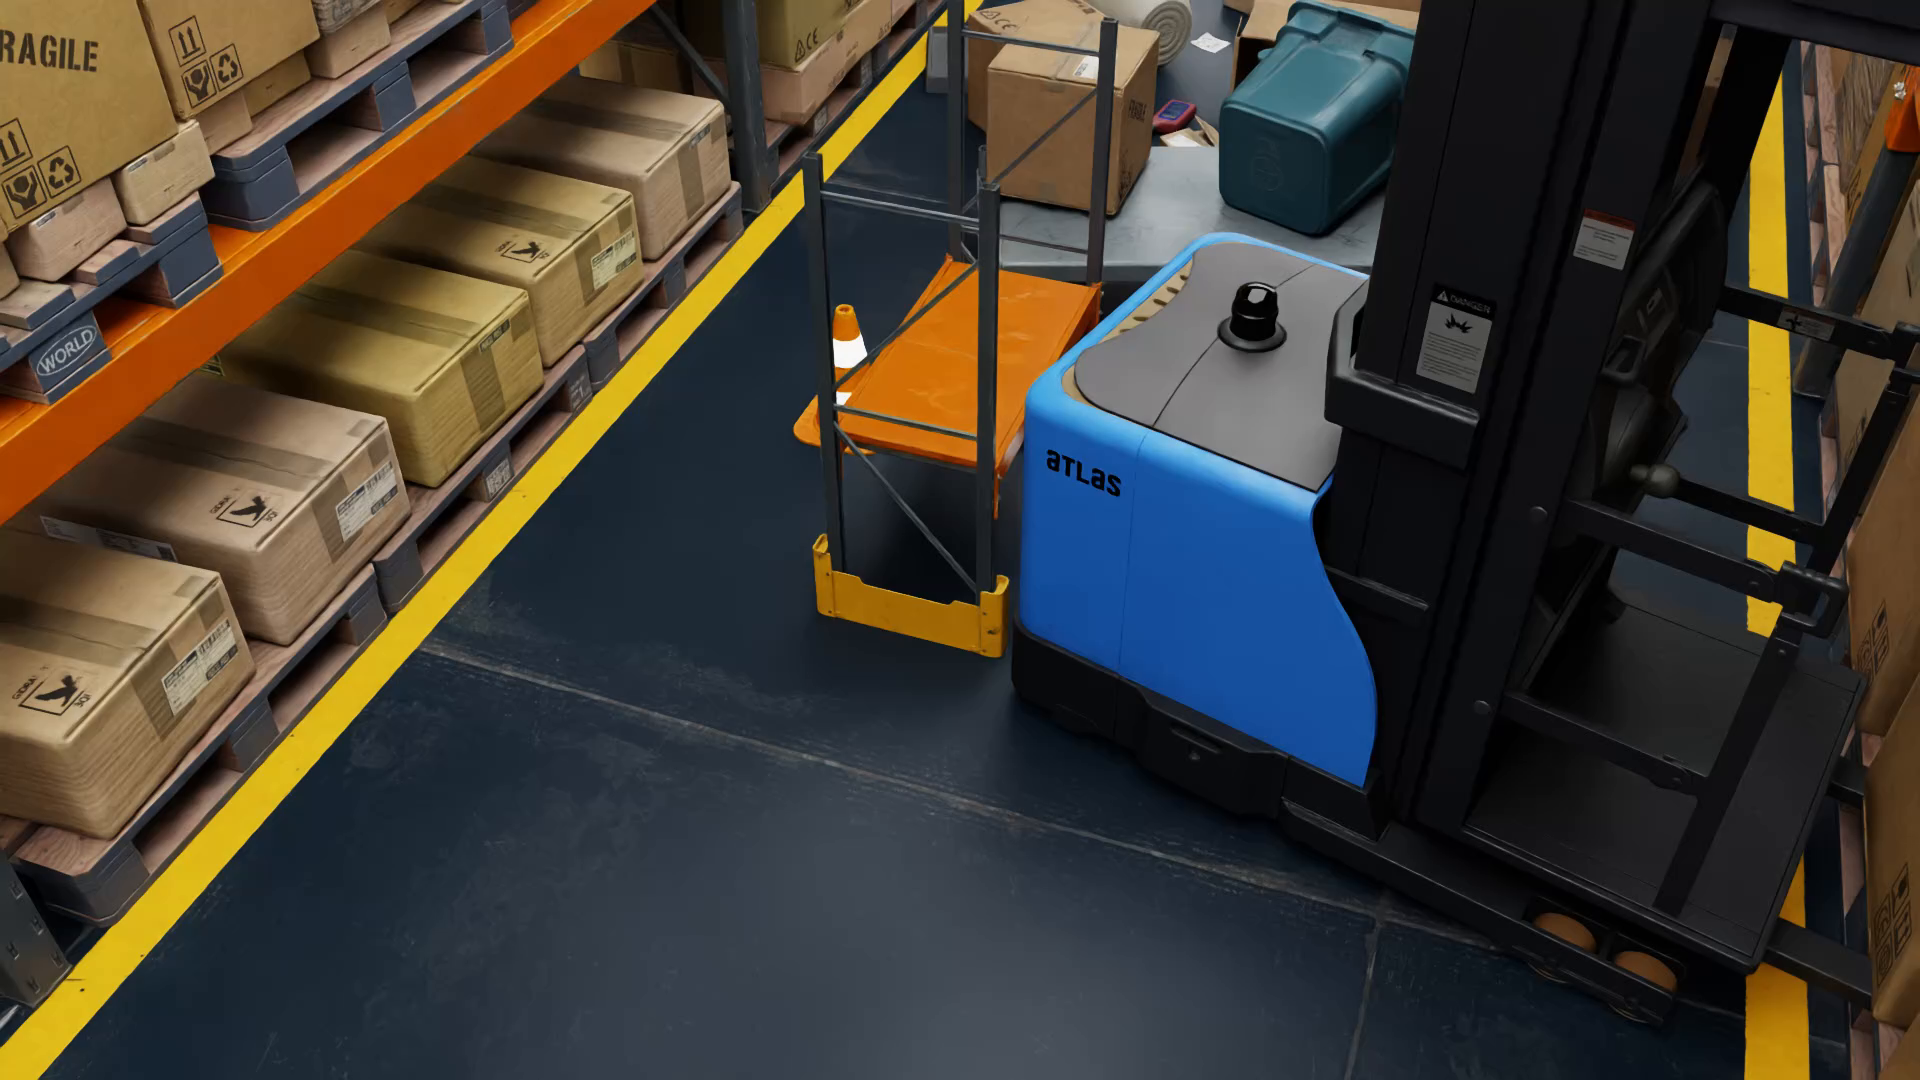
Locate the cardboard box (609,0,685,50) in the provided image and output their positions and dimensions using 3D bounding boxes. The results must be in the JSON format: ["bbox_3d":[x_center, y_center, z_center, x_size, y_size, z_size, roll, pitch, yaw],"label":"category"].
[{"bbox_3d":[-1.320,-2.433,7.008,0.500,0.500,0.500,13,42,14],"label":"cardboard box"}]

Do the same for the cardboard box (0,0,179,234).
[{"bbox_3d":[-2.095,-1.027,3.513,0.500,0.500,0.500,15,43,17],"label":"cardboard box"}]

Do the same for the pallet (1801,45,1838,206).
[{"bbox_3d":[4.166,-1.709,7.090,1.003,0.211,1.213,13,42,15],"label":"pallet"}]

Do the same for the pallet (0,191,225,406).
[{"bbox_3d":[-2.494,-0.559,3.742,1.213,0.211,1.003,13,42,15],"label":"pallet"}]

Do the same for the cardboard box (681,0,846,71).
[{"bbox_3d":[-0.814,-2.312,6.867,0.500,0.500,0.500,15,43,17],"label":"cardboard box"}]

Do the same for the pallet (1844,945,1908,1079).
[{"bbox_3d":[2.389,1.460,3.376,1.003,0.211,1.213,13,42,15],"label":"pallet"}]

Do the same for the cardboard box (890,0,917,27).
[{"bbox_3d":[-0.463,-2.679,7.874,0.500,0.250,0.500,13,42,15],"label":"cardboard box"}]

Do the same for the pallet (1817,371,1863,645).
[{"bbox_3d":[3.223,-0.028,5.121,1.003,0.211,1.213,13,42,15],"label":"pallet"}]

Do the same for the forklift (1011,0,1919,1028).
[{"bbox_3d":[1.647,-0.378,3.434,3.031,2.935,1.130,24,46,26],"label":"forklift"}]

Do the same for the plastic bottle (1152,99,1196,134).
[{"bbox_3d":[0.934,-1.867,7.391,0.133,0.061,0.283,21,45,22],"label":"plastic bottle"}]

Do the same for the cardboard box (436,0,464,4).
[{"bbox_3d":[-1.549,-1.684,4.782,0.380,0.149,0.250,13,42,15],"label":"cardboard box"}]

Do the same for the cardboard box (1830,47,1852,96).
[{"bbox_3d":[4.316,-2.402,7.068,0.875,0.875,0.875,13,42,14],"label":"cardboard box"}]

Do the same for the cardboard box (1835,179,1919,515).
[{"bbox_3d":[3.289,-0.482,4.914,1.050,0.750,0.750,13,42,15],"label":"cardboard box"}]

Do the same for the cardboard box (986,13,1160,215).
[{"bbox_3d":[0.413,-1.574,6.126,0.500,0.500,0.500,13,42,15],"label":"cardboard box"}]

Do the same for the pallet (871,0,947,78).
[{"bbox_3d":[-0.658,-2.717,8.272,1.003,0.211,1.213,13,42,15],"label":"pallet"}]

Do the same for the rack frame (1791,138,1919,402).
[{"bbox_3d":[3.416,-1.577,4.787,1.000,3.000,0.127,13,42,15],"label":"rack frame"}]

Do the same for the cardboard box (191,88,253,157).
[{"bbox_3d":[-1.964,-1.044,4.033,0.380,0.149,0.250,16,43,18],"label":"cardboard box"}]

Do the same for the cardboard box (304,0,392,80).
[{"bbox_3d":[-1.753,-1.370,4.415,0.380,0.149,0.250,15,43,16],"label":"cardboard box"}]

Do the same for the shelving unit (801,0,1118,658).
[{"bbox_3d":[0.026,-0.617,4.818,0.587,1.500,1.083,13,42,15],"label":"shelving unit"}]

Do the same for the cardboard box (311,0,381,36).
[{"bbox_3d":[-1.741,-1.656,4.250,0.500,0.500,0.500,12,42,13],"label":"cardboard box"}]

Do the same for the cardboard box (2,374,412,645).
[{"bbox_3d":[-2.190,-0.128,4.790,0.950,0.372,0.625,13,42,14],"label":"cardboard box"}]

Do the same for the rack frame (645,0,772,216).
[{"bbox_3d":[-1.270,-2.614,6.002,1.000,3.000,0.127,13,42,15],"label":"rack frame"}]

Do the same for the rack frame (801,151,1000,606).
[{"bbox_3d":[-0.145,-0.313,4.461,0.500,1.500,0.032,13,42,15],"label":"rack frame"}]

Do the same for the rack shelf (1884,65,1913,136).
[{"bbox_3d":[4.100,-2.523,6.450,1.077,0.370,4.000,13,42,15],"label":"rack shelf"}]

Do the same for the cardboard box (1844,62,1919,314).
[{"bbox_3d":[3.697,-1.296,5.772,0.875,0.875,0.875,14,42,16],"label":"cardboard box"}]

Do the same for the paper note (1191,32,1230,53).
[{"bbox_3d":[1.214,-2.416,8.067,0.148,0.019,0.142,29,48,29],"label":"paper note"}]

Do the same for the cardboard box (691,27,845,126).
[{"bbox_3d":[-0.814,-2.027,7.110,0.500,0.250,0.500,11,42,13],"label":"cardboard box"}]

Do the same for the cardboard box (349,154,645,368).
[{"bbox_3d":[-1.689,-1.014,5.828,0.950,0.372,0.625,16,43,18],"label":"cardboard box"}]

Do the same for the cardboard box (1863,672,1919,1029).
[{"bbox_3d":[2.637,0.674,3.559,1.050,0.750,0.750,14,42,16],"label":"cardboard box"}]

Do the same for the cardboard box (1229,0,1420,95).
[{"bbox_3d":[1.565,-1.950,7.043,0.797,0.637,0.503,13,42,15],"label":"cardboard box"}]

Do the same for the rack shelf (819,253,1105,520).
[{"bbox_3d":[0.029,-0.486,4.941,0.538,0.185,1.000,13,42,15],"label":"rack shelf"}]

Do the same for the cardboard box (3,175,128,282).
[{"bbox_3d":[-2.087,-0.717,3.649,0.380,0.149,0.250,11,42,12],"label":"cardboard box"}]

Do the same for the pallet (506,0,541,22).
[{"bbox_3d":[-1.668,-2.107,5.556,1.003,0.211,1.213,13,42,15],"label":"pallet"}]

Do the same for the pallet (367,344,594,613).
[{"bbox_3d":[-1.950,-0.331,5.475,1.003,0.211,1.213,13,42,15],"label":"pallet"}]

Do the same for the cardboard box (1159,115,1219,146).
[{"bbox_3d":[1.026,-1.594,6.914,0.258,0.266,0.396,-13,42,-15],"label":"cardboard box"}]

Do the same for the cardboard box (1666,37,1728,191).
[{"bbox_3d":[2.983,-1.801,6.974,0.500,0.500,0.500,21,45,22],"label":"cardboard box"}]
